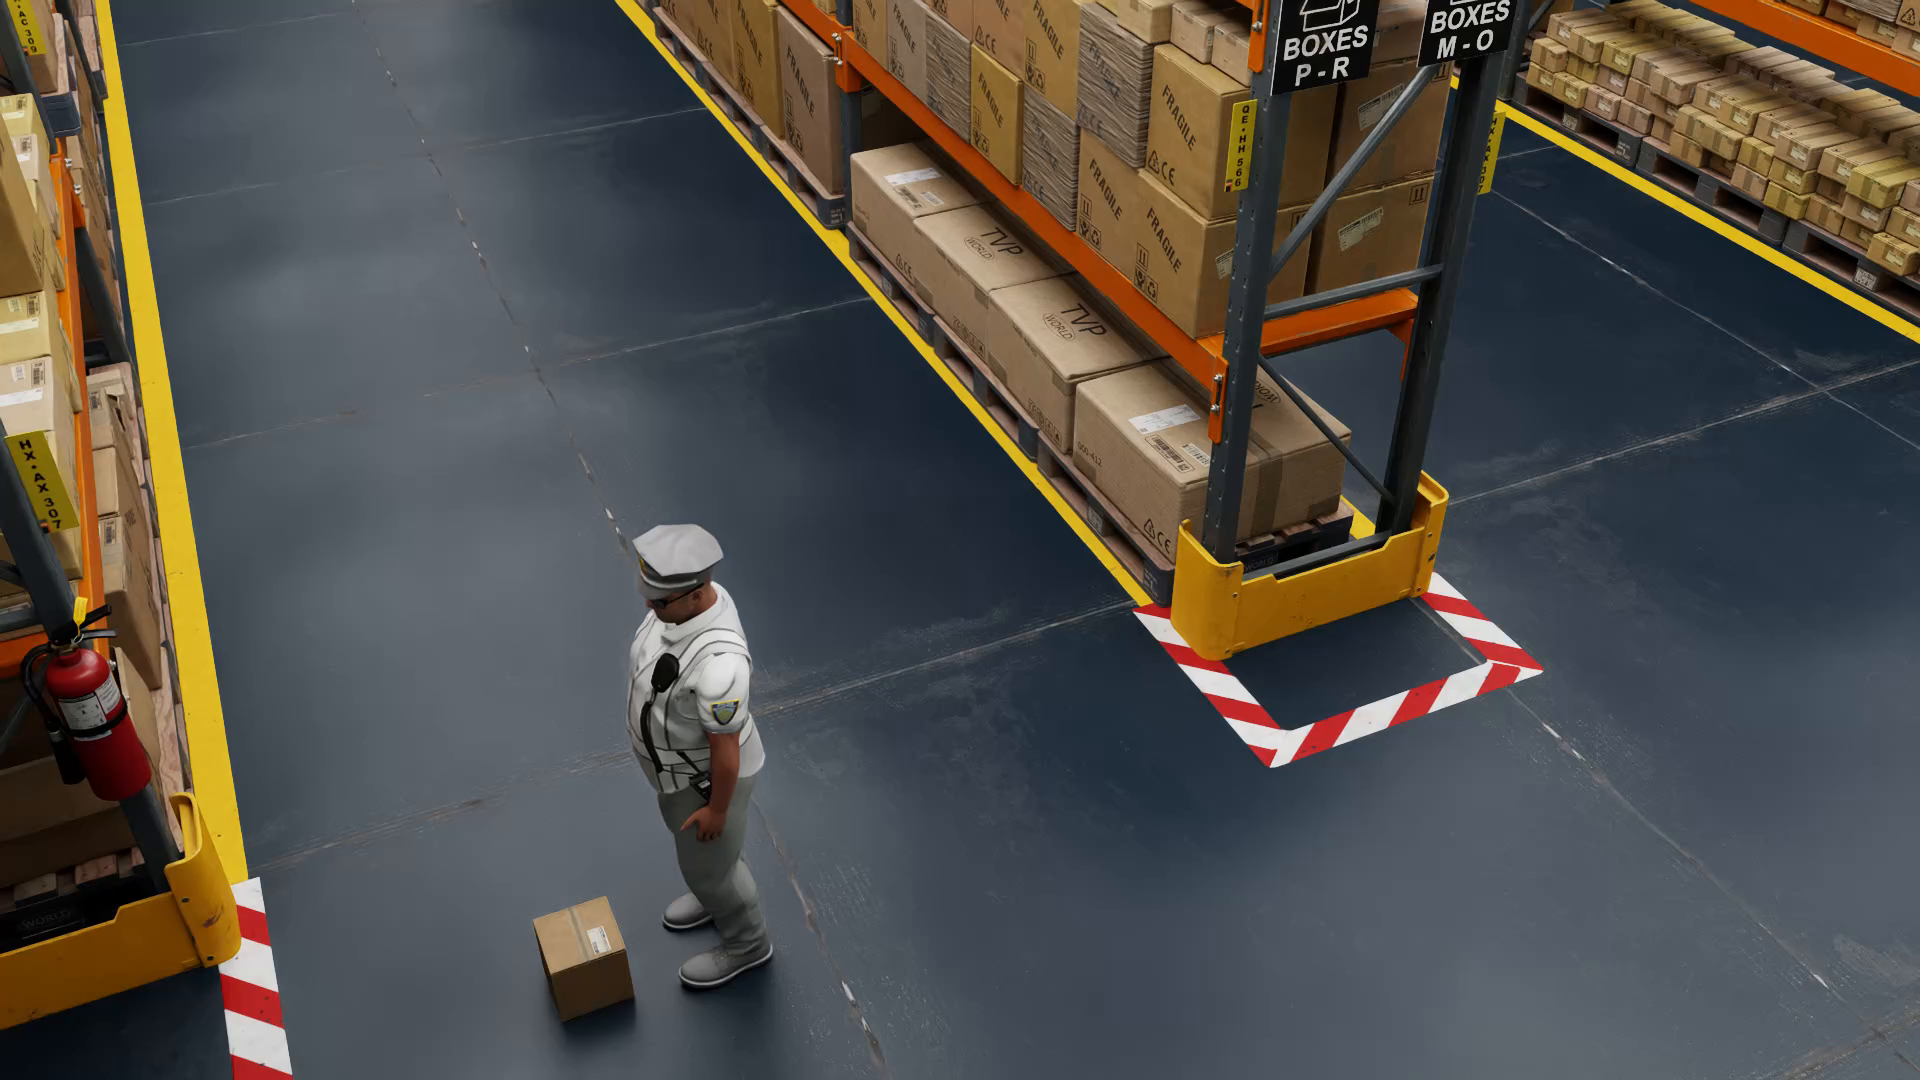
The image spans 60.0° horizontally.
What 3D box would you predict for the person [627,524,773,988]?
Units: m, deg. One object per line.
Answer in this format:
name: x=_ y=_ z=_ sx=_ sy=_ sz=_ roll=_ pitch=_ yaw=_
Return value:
person: x=-0.822 y=0.697 z=5.232 sx=0.393 sy=1.743 sz=0.529 roll=-15 pitch=40 yaw=-19
